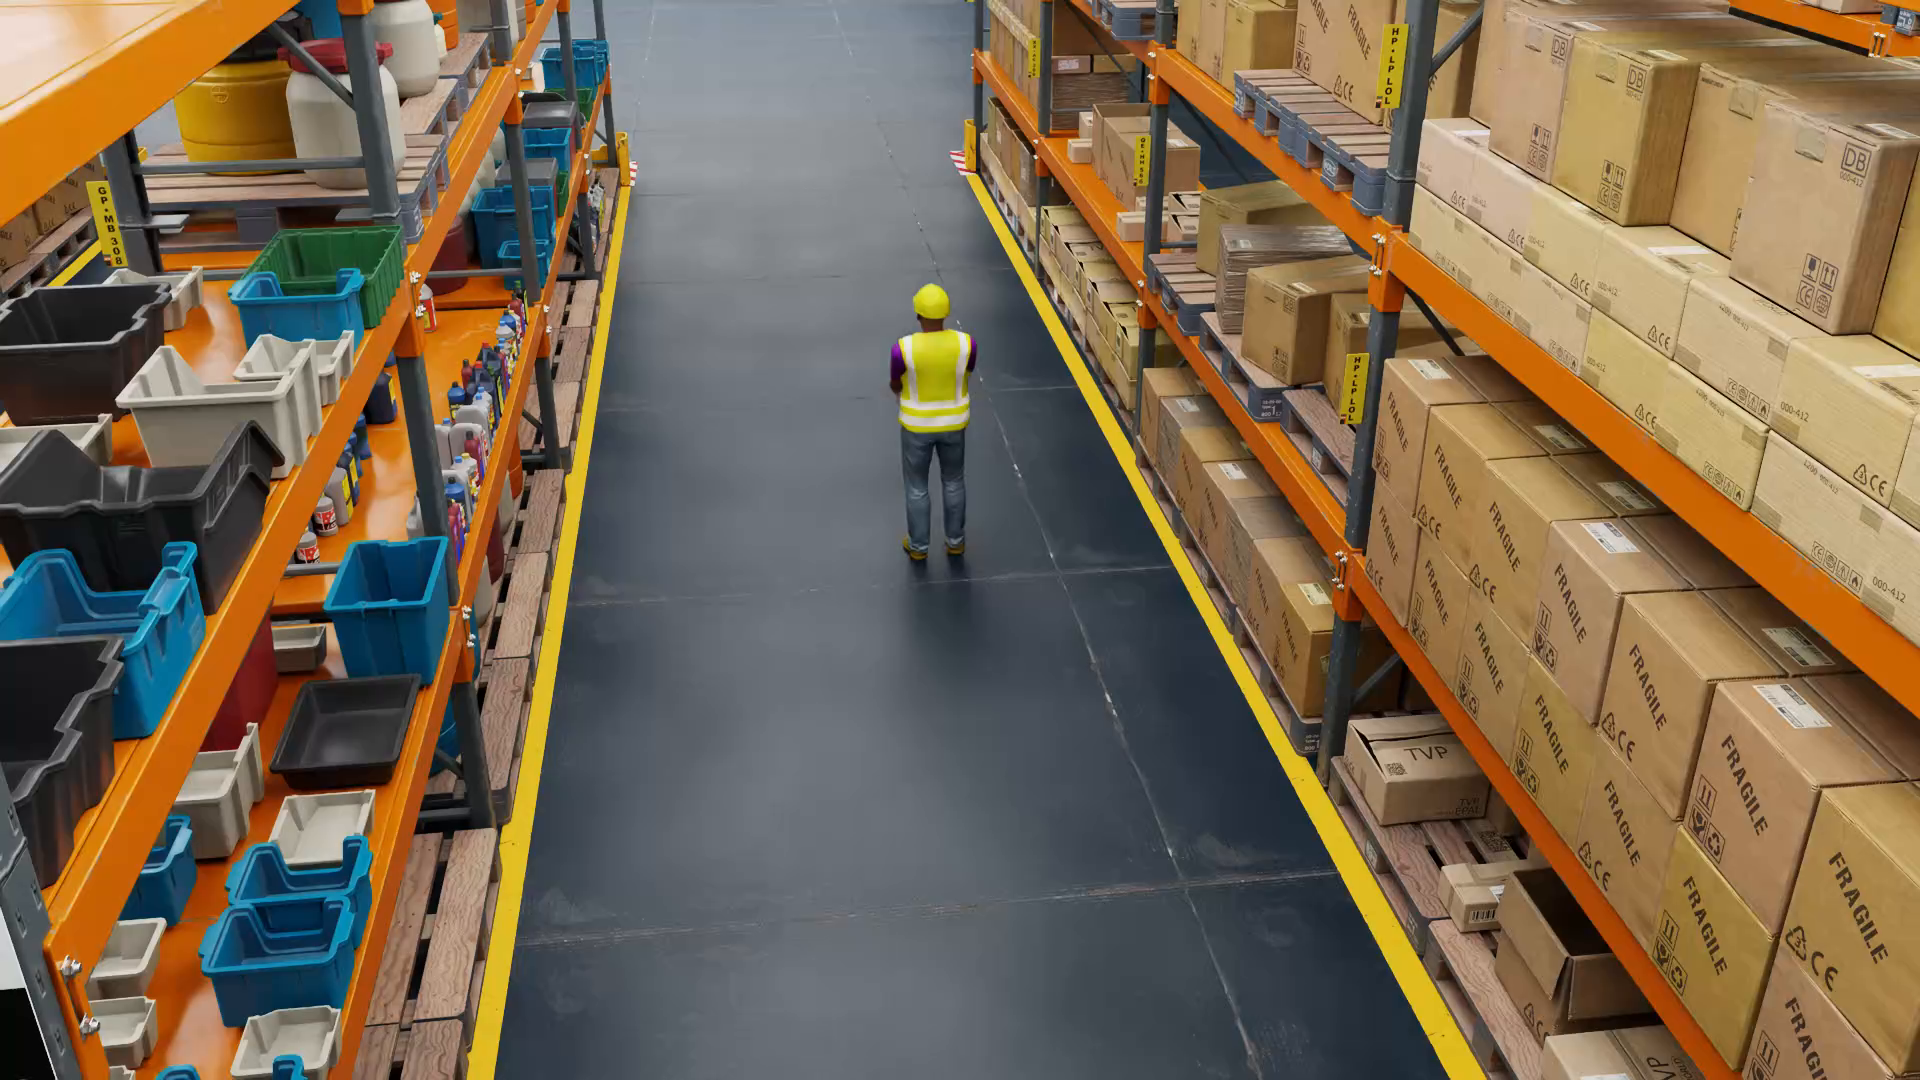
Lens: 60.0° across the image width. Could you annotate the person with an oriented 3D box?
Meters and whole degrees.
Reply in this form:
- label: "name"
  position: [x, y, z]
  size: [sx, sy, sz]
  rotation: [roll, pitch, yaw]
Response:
- label: "person"
  position: [-0.185, -0.724, 10.054]
  size: [0.513, 1.730, 0.573]
  rotation: [-6, 28, -11]
